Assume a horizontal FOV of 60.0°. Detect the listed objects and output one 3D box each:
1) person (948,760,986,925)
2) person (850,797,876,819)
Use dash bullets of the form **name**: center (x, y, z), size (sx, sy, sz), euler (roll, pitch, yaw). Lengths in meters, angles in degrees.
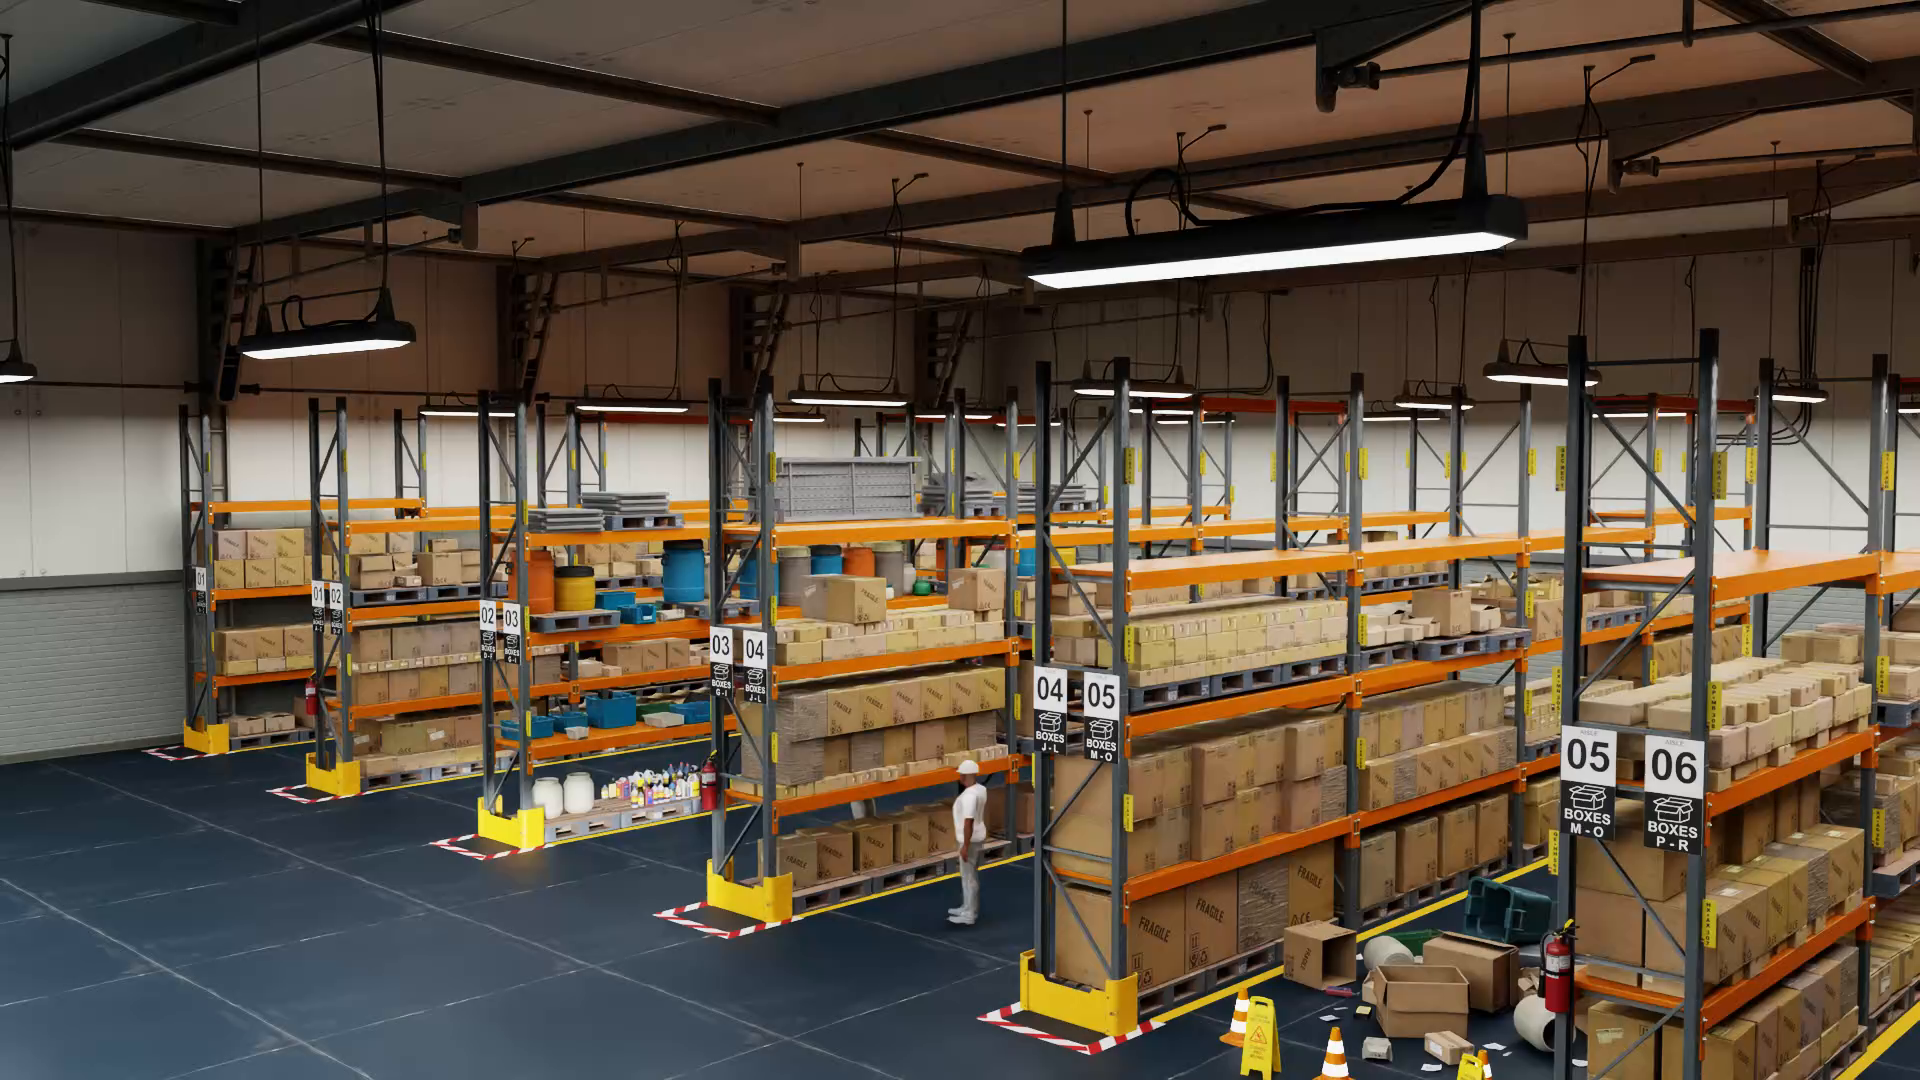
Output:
- **person**: center (0.065, 3.304, 18.332), size (0.437, 1.770, 0.629), euler (0, 3, 9)
- **person**: center (-1.337, 3.126, 22.174), size (0.402, 1.810, 0.551), euler (3, 4, 40)
